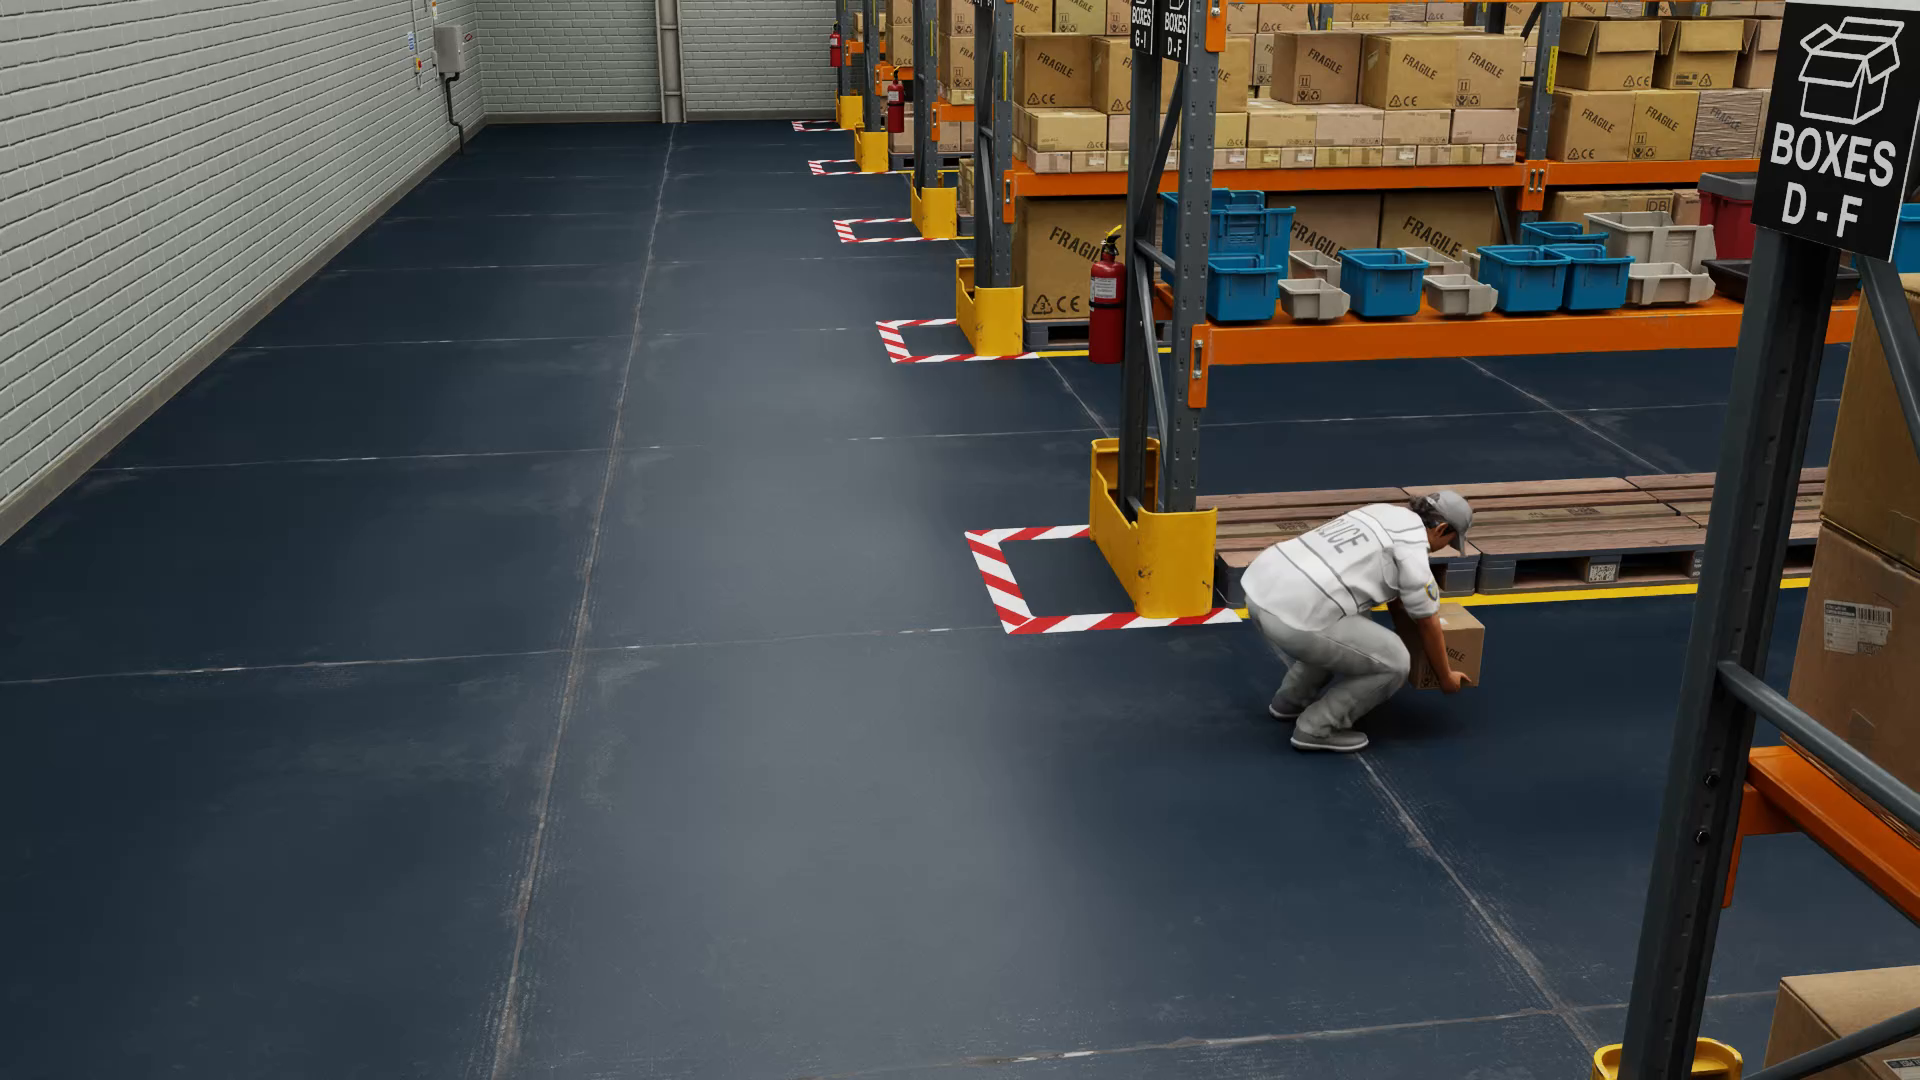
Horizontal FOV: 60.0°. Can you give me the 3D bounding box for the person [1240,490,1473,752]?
[{"bbox_3d":[1.508,0.293,6.331,0.883,0.948,0.513,-3,20,-9],"label":"person"}]
